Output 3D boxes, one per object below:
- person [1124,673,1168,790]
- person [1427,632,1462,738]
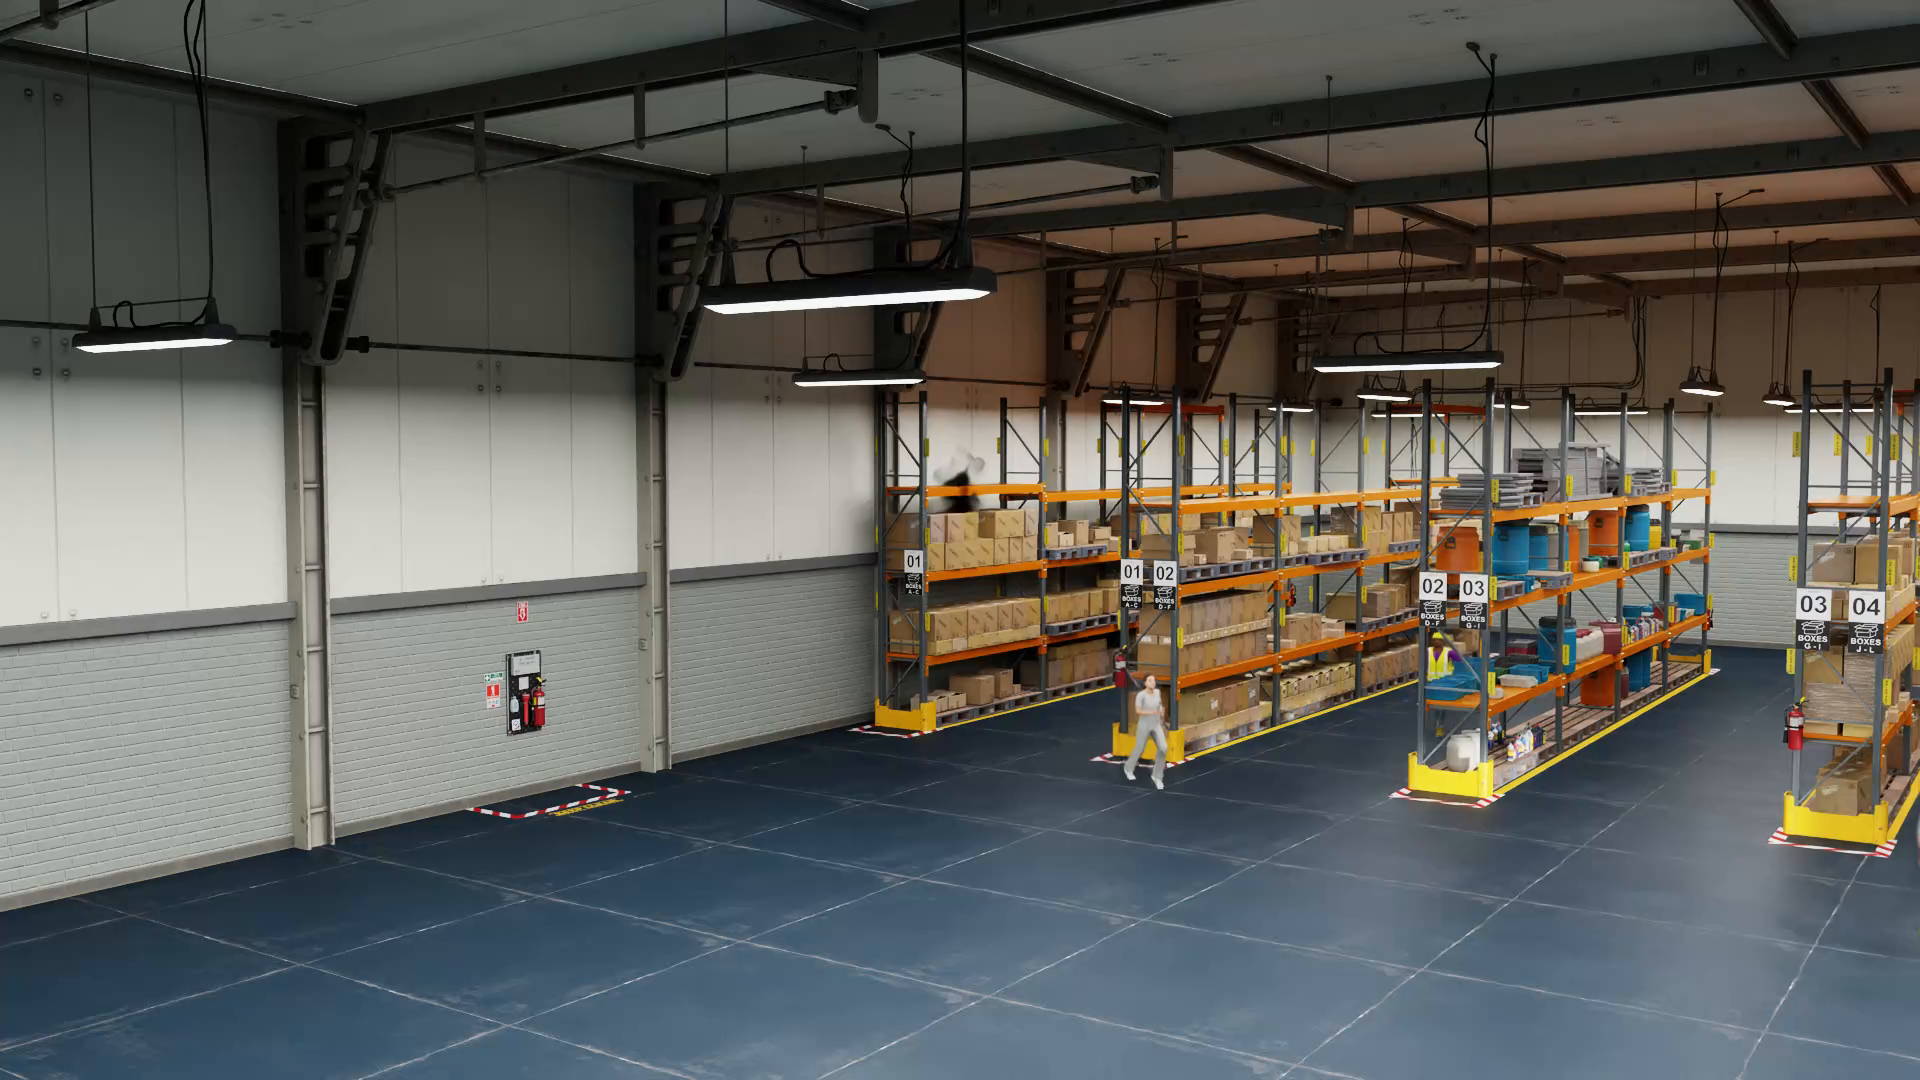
[{"bbox_3d":[2.782,2.804,24.615,0.576,1.710,0.885,-1,3,-24],"label":"person"},{"bbox_3d":[8.357,2.512,29.055,0.676,1.830,0.787,2,4,34],"label":"person"}]
